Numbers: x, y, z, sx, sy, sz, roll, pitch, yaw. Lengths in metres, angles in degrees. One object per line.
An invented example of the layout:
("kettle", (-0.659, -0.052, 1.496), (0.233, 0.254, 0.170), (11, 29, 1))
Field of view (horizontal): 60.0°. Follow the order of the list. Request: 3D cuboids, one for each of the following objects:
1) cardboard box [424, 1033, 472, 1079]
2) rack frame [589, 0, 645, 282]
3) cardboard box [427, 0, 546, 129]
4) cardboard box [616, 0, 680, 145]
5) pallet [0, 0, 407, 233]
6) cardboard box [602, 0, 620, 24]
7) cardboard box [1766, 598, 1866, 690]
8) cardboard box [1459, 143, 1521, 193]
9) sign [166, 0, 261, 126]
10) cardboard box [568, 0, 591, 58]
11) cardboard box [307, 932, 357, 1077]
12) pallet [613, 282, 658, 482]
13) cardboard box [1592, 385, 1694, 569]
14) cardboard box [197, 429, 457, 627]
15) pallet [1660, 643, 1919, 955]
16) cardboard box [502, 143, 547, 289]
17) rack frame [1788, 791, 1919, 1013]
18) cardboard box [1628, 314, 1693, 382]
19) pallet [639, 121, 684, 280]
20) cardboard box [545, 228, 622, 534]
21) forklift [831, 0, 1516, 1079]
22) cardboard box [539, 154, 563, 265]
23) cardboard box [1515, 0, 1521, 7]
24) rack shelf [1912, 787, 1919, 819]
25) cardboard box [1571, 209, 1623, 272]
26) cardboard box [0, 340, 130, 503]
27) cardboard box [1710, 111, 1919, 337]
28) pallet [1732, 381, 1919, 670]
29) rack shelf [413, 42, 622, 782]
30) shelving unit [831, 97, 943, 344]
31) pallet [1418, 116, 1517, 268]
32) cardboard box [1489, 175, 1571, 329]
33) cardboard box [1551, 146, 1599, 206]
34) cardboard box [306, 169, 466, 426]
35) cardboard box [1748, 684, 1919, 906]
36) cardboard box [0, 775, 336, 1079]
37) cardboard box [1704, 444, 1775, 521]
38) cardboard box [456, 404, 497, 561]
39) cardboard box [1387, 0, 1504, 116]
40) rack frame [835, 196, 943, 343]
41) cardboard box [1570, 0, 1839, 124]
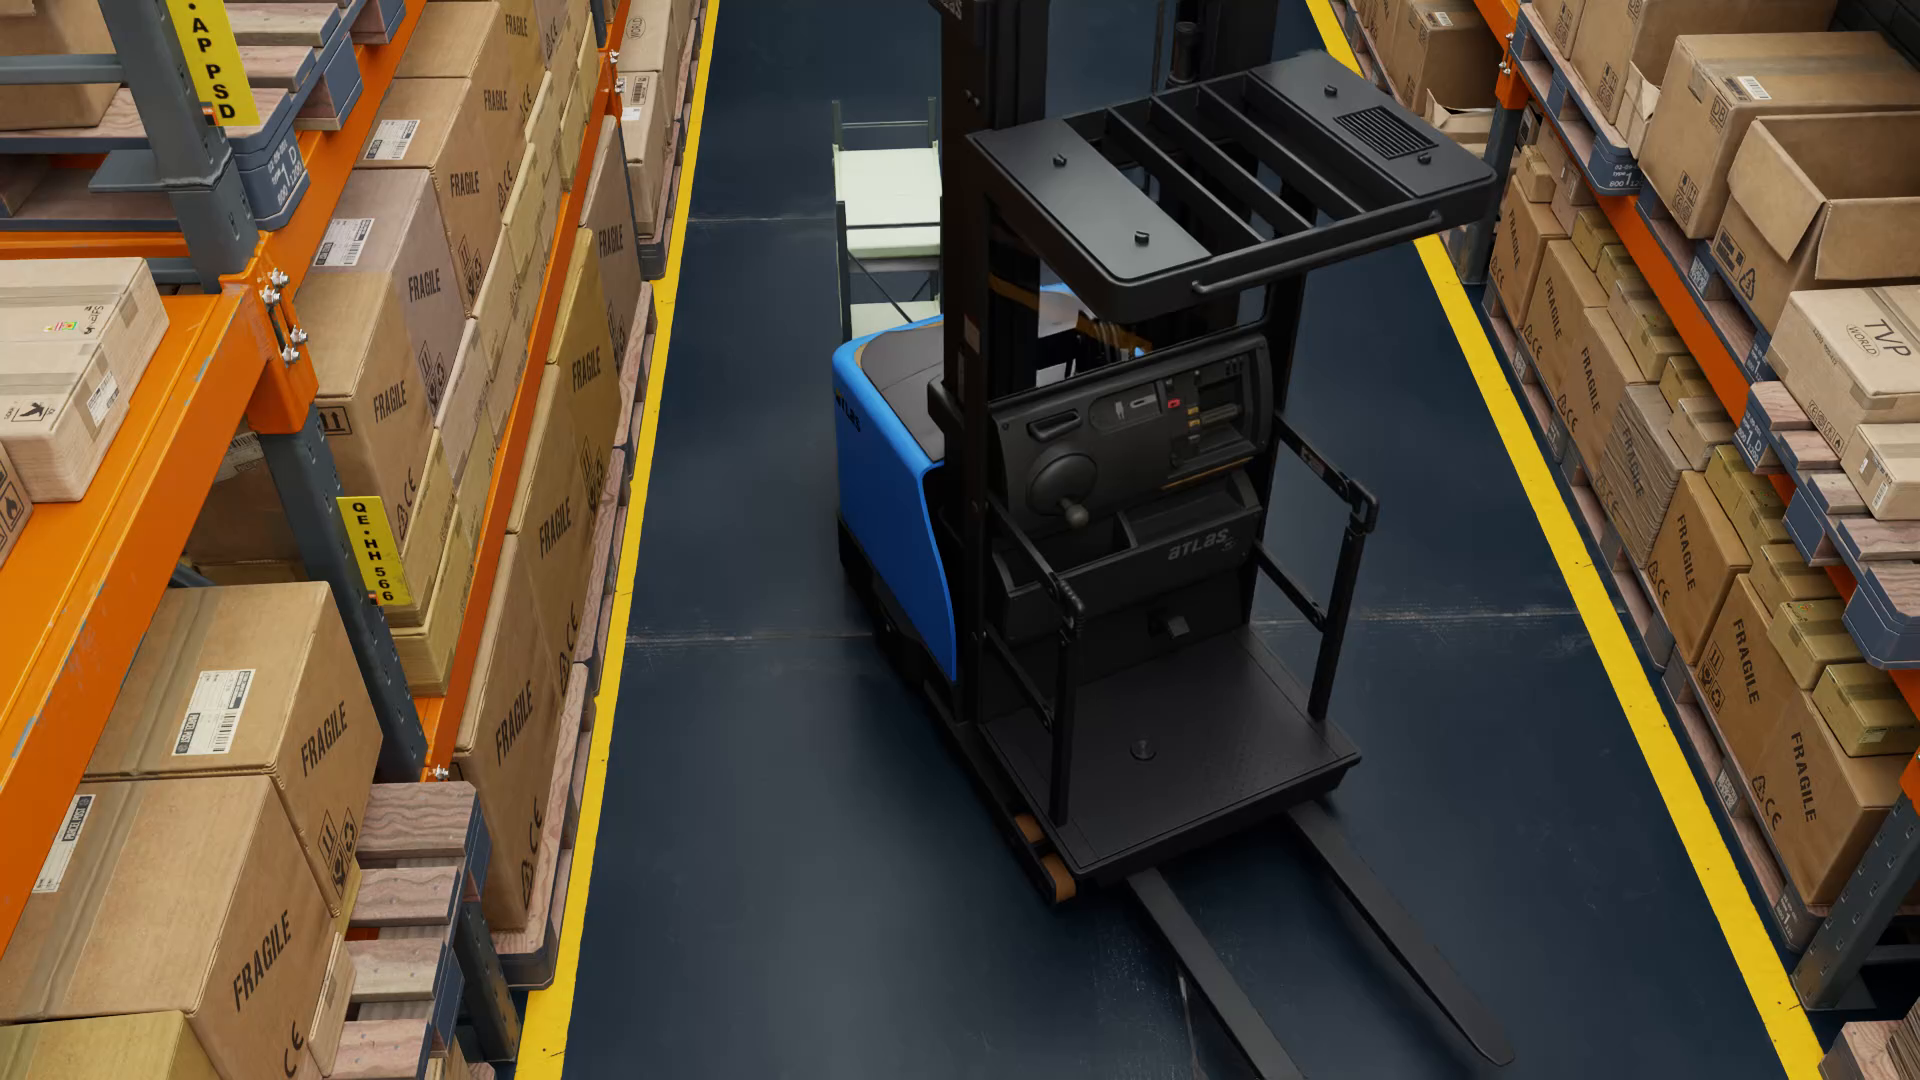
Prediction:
("cardboard box", (-1.831, 1.643, 4.371), (0.950, 0.372, 0.625), (-4, 43, -5))
("rack frame", (-2.015, -2.253, 6.988), (1.000, 3.000, 0.127), (-2, 43, -2))
("cardboard box", (-1.714, -1.672, 5.540), (0.500, 0.500, 0.500), (0, 43, 0))
("cardboard box", (-1.973, -2.494, 8.837), (0.875, 0.438, 0.875), (-3, 43, -3))
("pallet", (-1.925, -1.022, 3.565), (1.213, 0.211, 1.003), (0, 43, 0))
("cardboard box", (-1.773, -2.614, 7.308), (0.500, 0.500, 0.500), (0, 43, 0))
("cardboard box", (2.797, 0.321, 5.239), (0.380, 0.149, 0.250), (-4, 43, -4))
("cardboard box", (2.627, -1.869, 8.369), (0.380, 0.149, 0.250), (-3, 43, -3))
("sign", (-1.303, -0.863, 2.869), (0.100, 0.325, 0.005), (-2, 43, -2))
("cardboard box", (-1.753, -2.091, 6.553), (0.500, 0.250, 0.500), (-2, 43, -2))
("cardboard box", (-1.457, 0.948, 3.371), (0.380, 0.149, 0.250), (-2, 43, -2))
("pallet", (-1.907, -0.706, 7.364), (1.003, 0.211, 1.213), (-2, 43, -2))
("cardboard box", (2.805, -0.252, 6.344), (0.500, 0.500, 0.500), (-3, 43, -3))
("cardboard box", (-1.620, -0.031, 4.305), (0.500, 0.250, 0.500), (-2, 43, -2))
("pallet", (3.120, 0.825, 5.693), (1.003, 0.211, 1.213), (-2, 43, -2))
("cardboard box", (-1.658, -1.059, 5.427), (0.500, 0.250, 0.500), (-1, 43, -1))
("rack frame", (3.114, 0.303, 4.200), (1.000, 3.000, 0.127), (-2, 43, -2))
("cardboard box", (2.812, -0.741, 6.397), (0.380, 0.149, 0.250), (0, 43, 0))
("pallet", (-1.969, -1.740, 8.493), (1.003, 0.211, 1.213), (-2, 43, -2))
("cardboard box", (-1.863, -0.599, 6.445), (0.875, 0.875, 0.875), (-1, 43, -1))
("forklift", (0.632, -0.238, 4.841), (1.130, 2.935, 3.031), (-19, 46, -19))
("cardboard box", (-1.721, -1.217, 5.969), (0.500, 0.250, 0.500), (-3, 43, -3))
("cardboard box", (2.678, -2.513, 7.458), (0.380, 0.149, 0.250), (-1, 43, -1))
("rack shelf", (3.199, 1.918, 2.970), (1.077, 0.370, 4.000), (-2, 43, -2))
("cardboard box", (2.805, -1.263, 6.967), (0.380, 0.149, 0.250), (-4, 43, -4))
("cardboard box", (-1.603, -0.191, 2.705), (0.380, 0.149, 0.250), (-2, 43, -2))
("cardboard box", (2.860, -0.987, 5.220), (0.797, 0.503, 0.637), (-3, 43, -3))
("pallet", (3.015, -0.082, 4.762), (1.213, 0.211, 1.003), (-2, 43, -2))
("rack shelf", (-1.930, -0.637, 5.758), (1.077, 0.370, 4.000), (-2, 43, -2))
("shelving unit", (-0.264, -0.886, 6.607), (0.431, 1.500, 0.755), (-3, 43, -3))
("pallet", (2.916, -1.833, 8.594), (1.003, 0.211, 1.213), (-2, 43, -2))
("cardboard box", (2.740, -1.298, 7.485), (0.500, 0.500, 0.500), (0, 43, 0))
("cardboard box", (2.752, -1.556, 7.067), (0.380, 0.149, 0.250), (-4, 43, -4))
("cardboard box", (-1.652, -0.632, 4.406), (0.500, 0.500, 0.500), (-1, 43, -2))
("cardboard box", (2.881, 0.790, 5.207), (0.500, 0.500, 0.500), (-1, 43, -1))
("cardboard box", (-1.515, 0.794, 3.059), (0.500, 0.500, 0.500), (-2, 43, -2))
("cardboard box", (2.853, -0.206, 5.814), (0.380, 0.149, 0.250), (-2, 43, -2))
("cardboard box", (-1.654, -0.181, 4.838), (0.500, 0.250, 0.500), (-3, 43, -3))
("cardboard box", (2.747, -2.637, 8.946), (0.700, 0.500, 0.500), (-3, 43, -3))
("rack frame", (-0.236, -0.640, 6.338), (0.400, 1.500, 0.023), (-3, 43, -3))
("cardboard box", (2.763, -1.907, 6.226), (0.700, 0.500, 0.500), (-1, 43, -1))
